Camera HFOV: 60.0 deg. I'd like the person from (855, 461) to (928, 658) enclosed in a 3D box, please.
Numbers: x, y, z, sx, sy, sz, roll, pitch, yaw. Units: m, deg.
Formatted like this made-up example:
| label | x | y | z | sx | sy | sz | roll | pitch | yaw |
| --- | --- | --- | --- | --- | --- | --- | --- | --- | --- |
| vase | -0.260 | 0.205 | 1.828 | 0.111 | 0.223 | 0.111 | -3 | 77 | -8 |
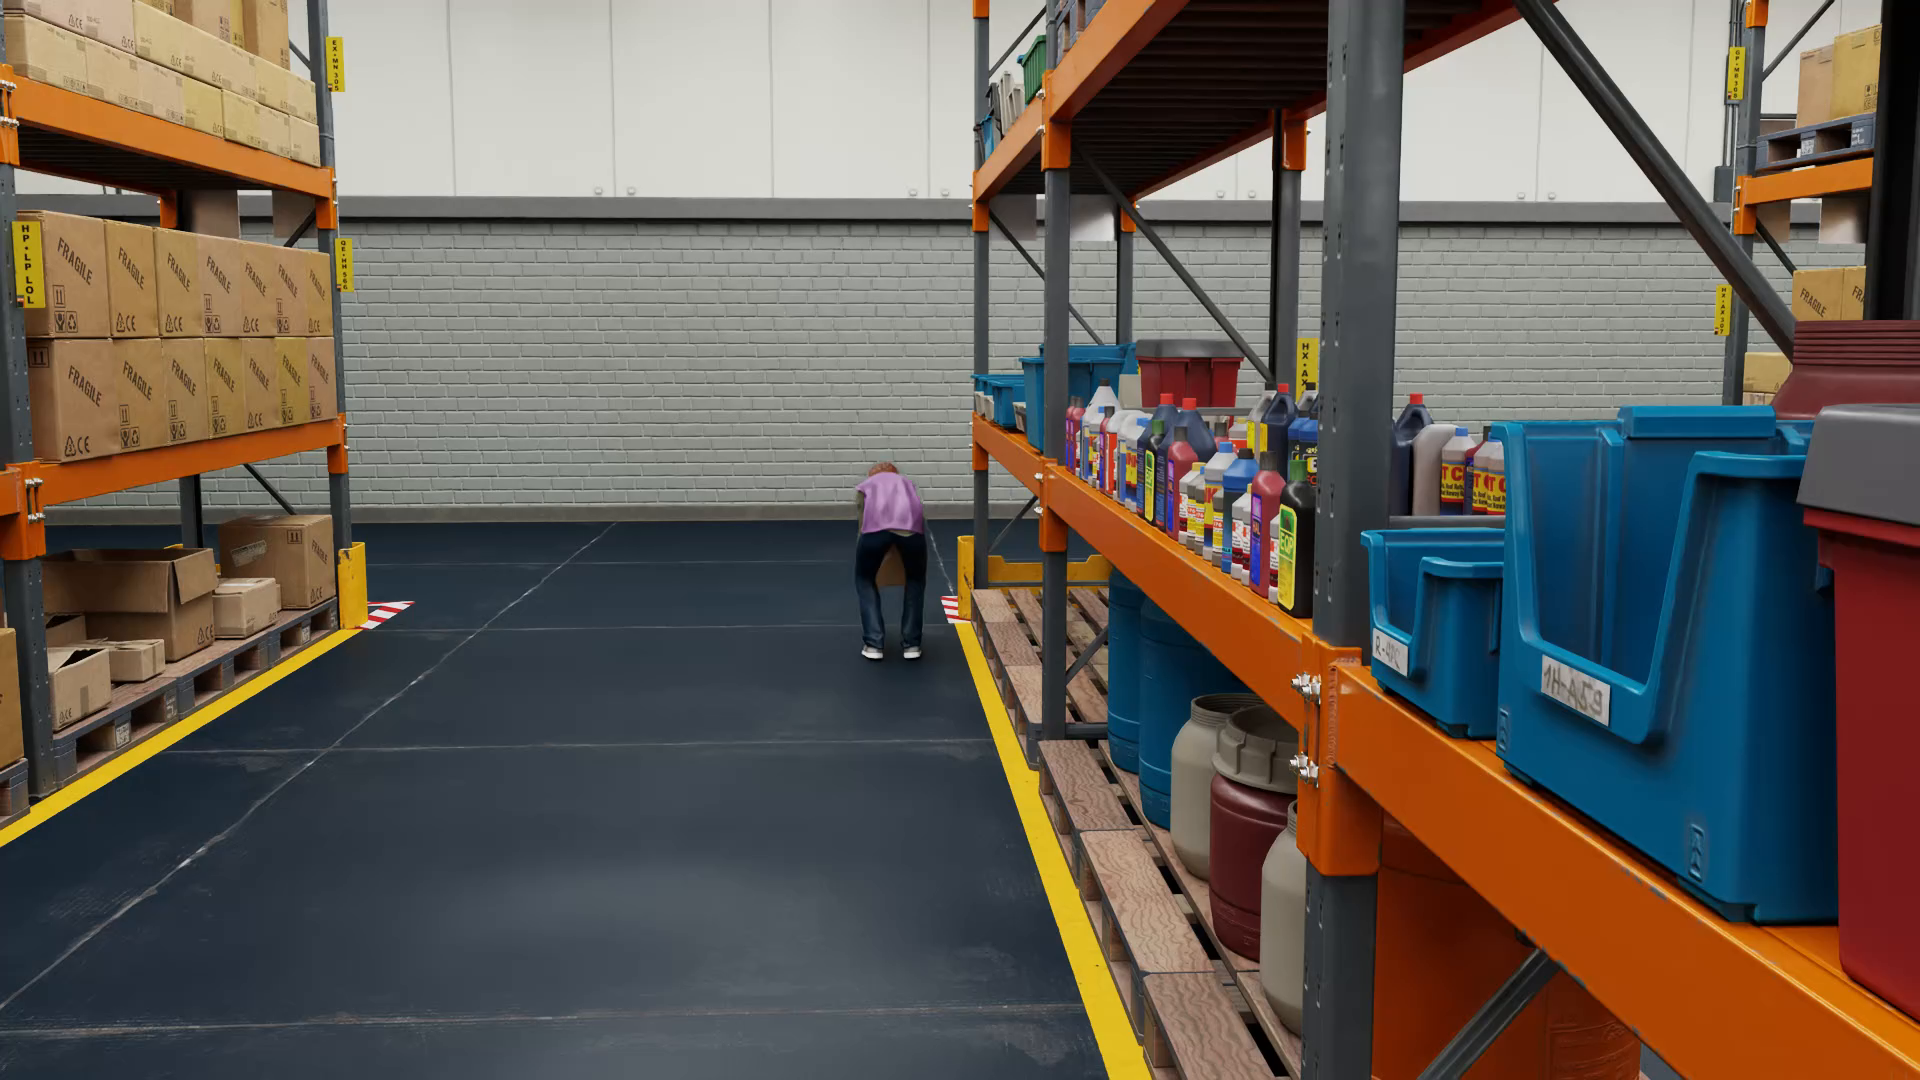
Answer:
| label | x | y | z | sx | sy | sz | roll | pitch | yaw |
| --- | --- | --- | --- | --- | --- | --- | --- | --- | --- |
| person | -0.403 | 0.113 | 9.524 | 0.408 | 1.073 | 0.850 | -1 | 7 | -7 |
